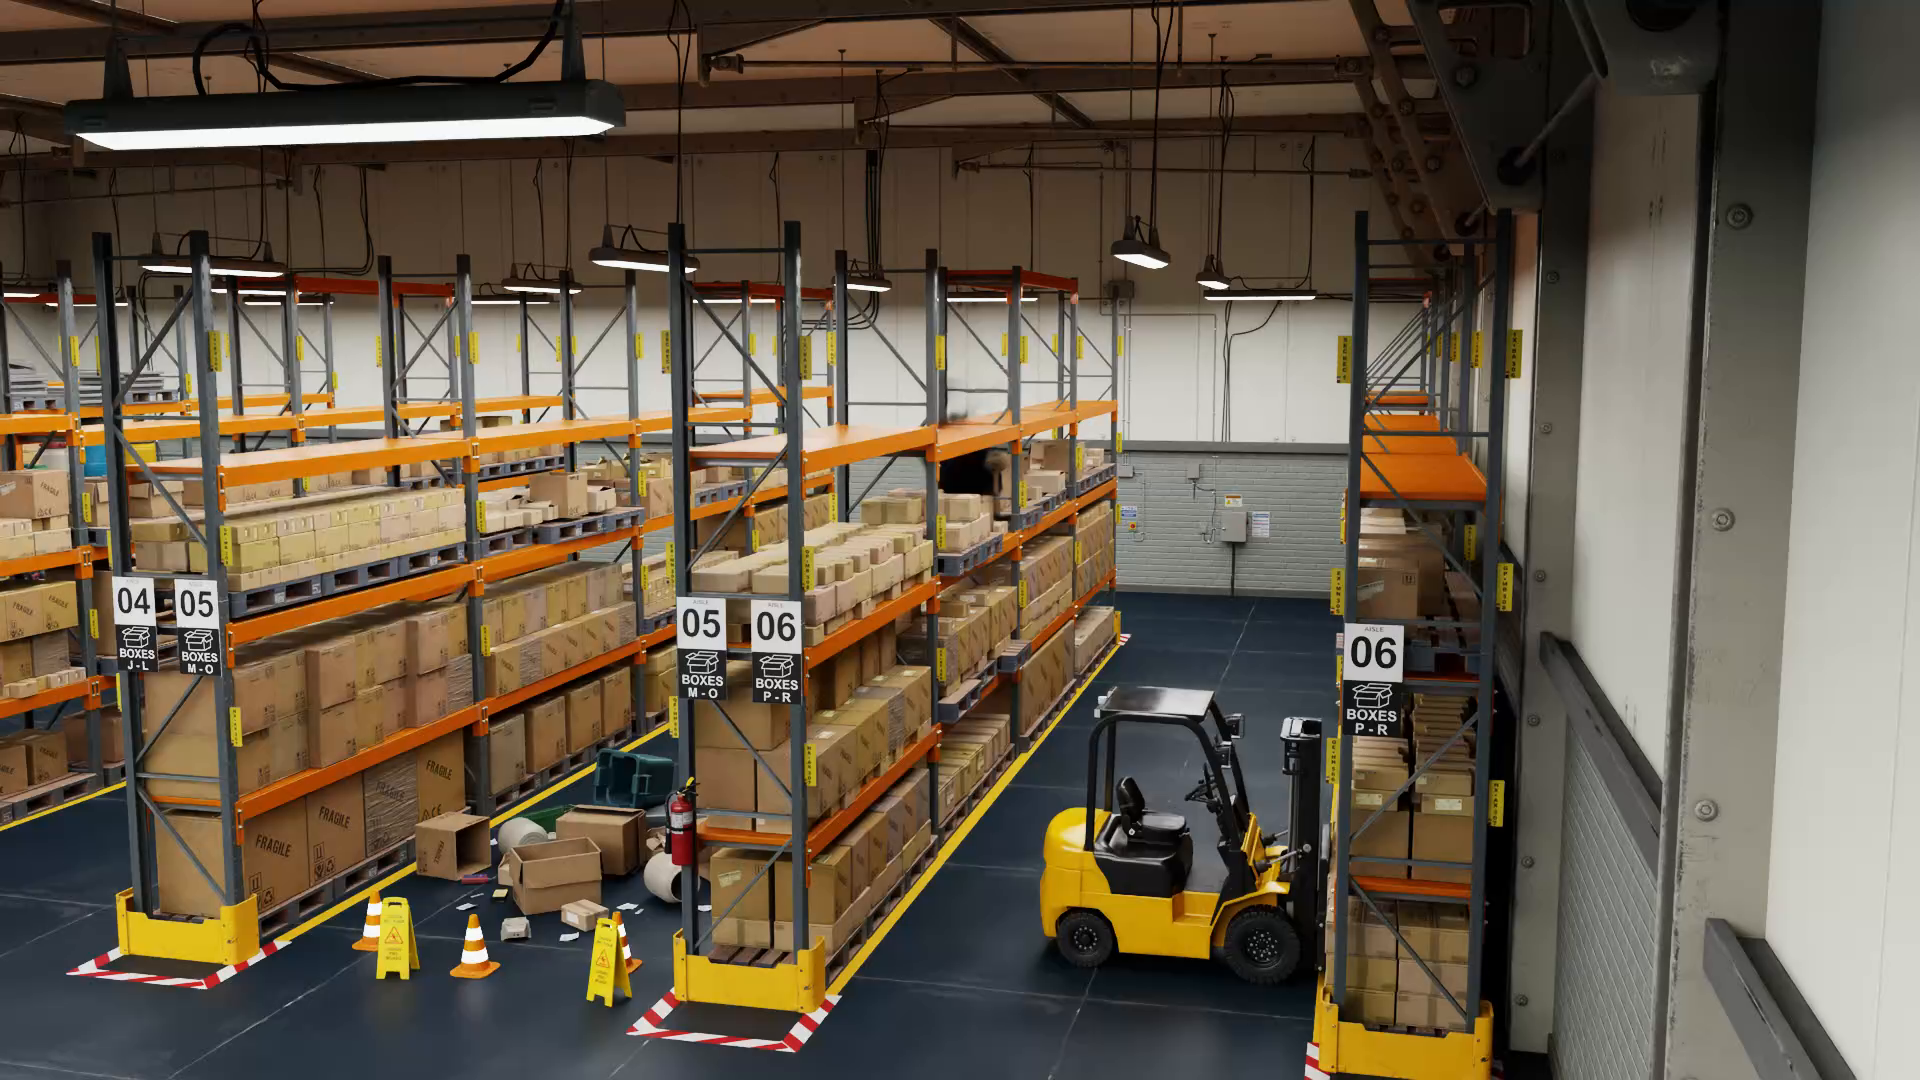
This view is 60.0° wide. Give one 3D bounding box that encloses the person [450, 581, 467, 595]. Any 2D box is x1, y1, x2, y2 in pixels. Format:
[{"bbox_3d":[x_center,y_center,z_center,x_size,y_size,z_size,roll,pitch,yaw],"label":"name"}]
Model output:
[{"bbox_3d":[-7.129,1.343,24.150,0.708,1.770,0.998,1,7,5],"label":"person"}]
